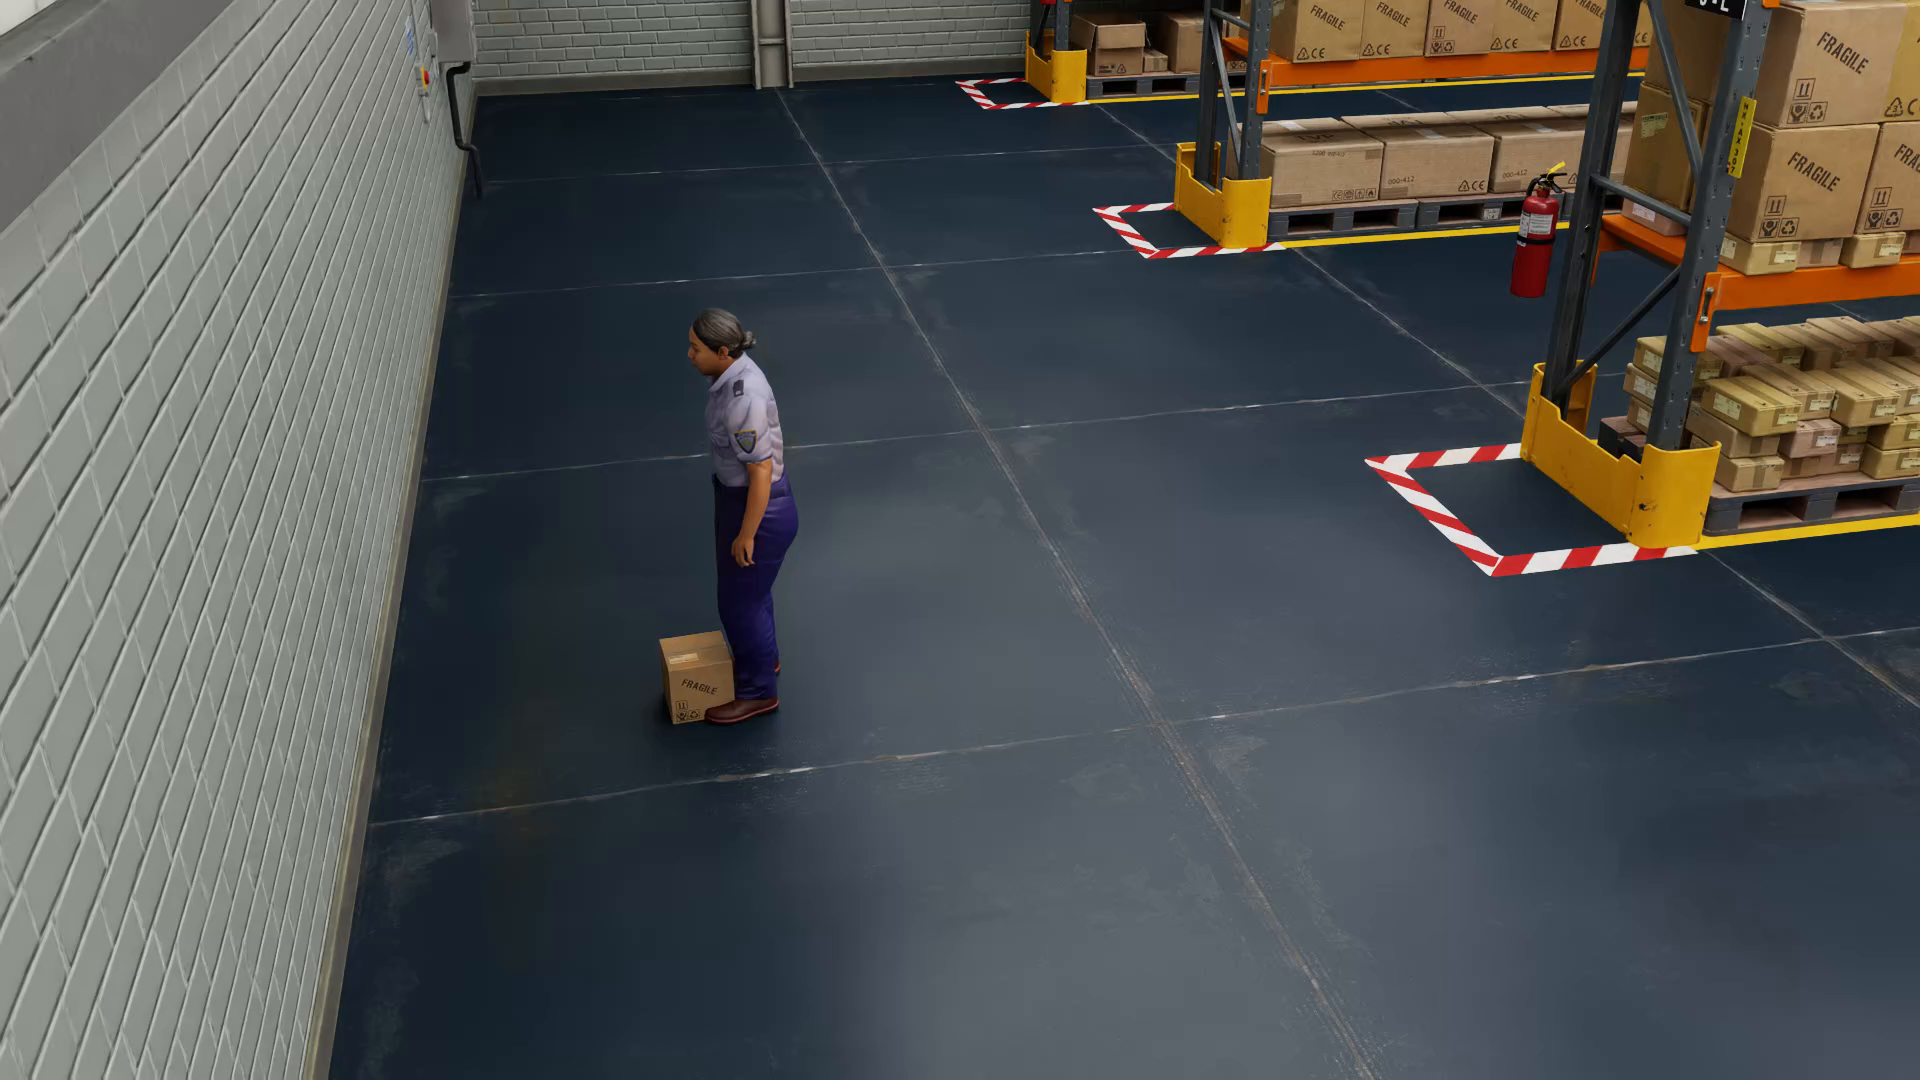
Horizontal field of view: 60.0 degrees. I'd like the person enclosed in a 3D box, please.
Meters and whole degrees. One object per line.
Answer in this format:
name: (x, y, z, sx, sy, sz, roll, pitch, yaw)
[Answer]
person: (-0.835, -0.105, 6.332, 0.414, 1.652, 0.543, -6, 28, -12)
